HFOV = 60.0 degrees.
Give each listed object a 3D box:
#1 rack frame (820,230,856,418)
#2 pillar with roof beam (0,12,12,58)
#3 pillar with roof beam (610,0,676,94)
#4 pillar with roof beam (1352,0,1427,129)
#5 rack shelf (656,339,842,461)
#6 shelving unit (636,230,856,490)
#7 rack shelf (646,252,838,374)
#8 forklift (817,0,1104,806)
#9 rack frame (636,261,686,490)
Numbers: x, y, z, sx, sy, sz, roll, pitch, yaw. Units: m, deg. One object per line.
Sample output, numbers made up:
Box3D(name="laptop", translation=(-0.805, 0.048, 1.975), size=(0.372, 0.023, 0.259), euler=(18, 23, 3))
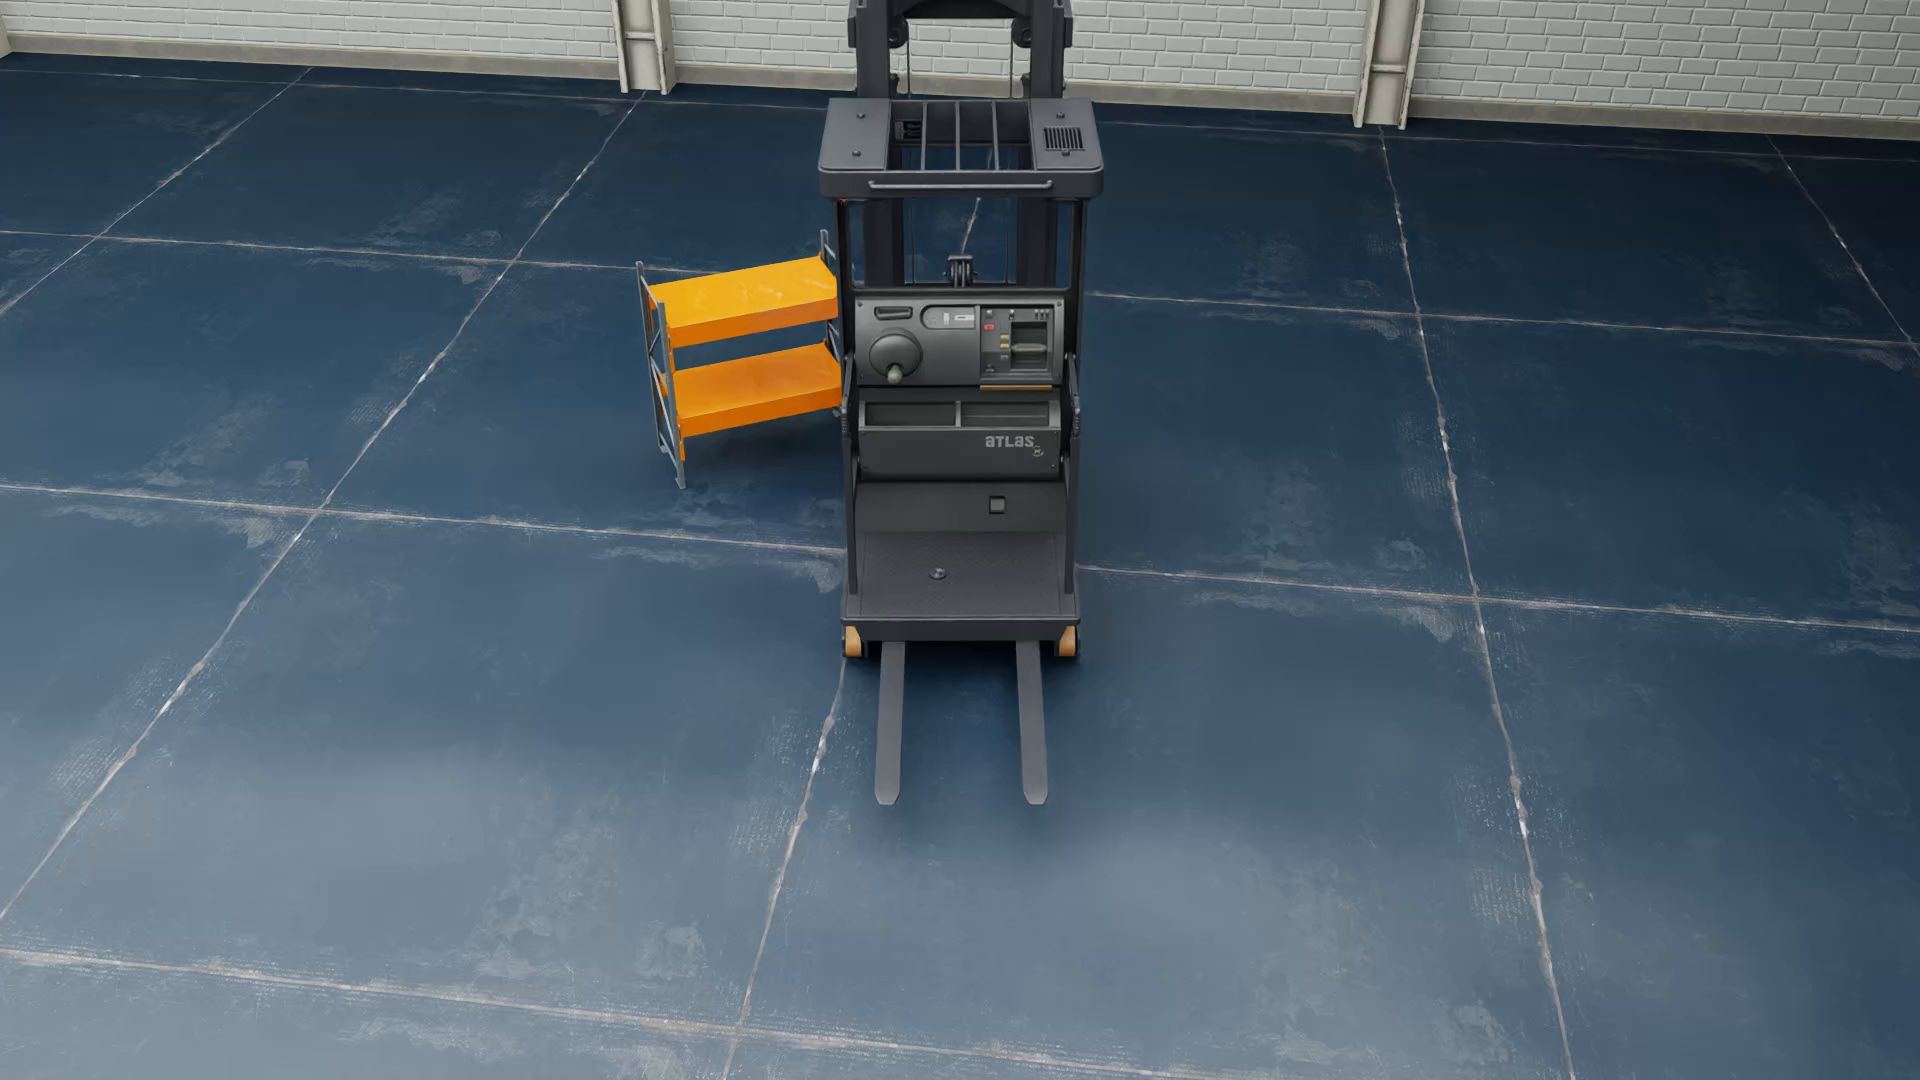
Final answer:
Box3D(name="rack frame", translation=(-0.651, -1.092, 9.169), size=(0.032, 1.125, 0.500), euler=(-13, 38, -18))
Box3D(name="pillar with roof beam", translation=(-9.101, -5.423, 8.459), size=(0.400, 9.000, 9.100), euler=(4, 36, 6))
Box3D(name="pillar with roof beam", translation=(-3.150, -4.979, 7.837), size=(0.400, 9.000, 9.100), euler=(4, 36, 6))
Box3D(name="pillar with roof beam", translation=(2.802, -4.535, 7.215), size=(0.400, 9.000, 9.100), euler=(4, 36, 6))
Box3D(name="rack shelf", translation=(-1.121, -0.781, 9.154), size=(1.000, 0.278, 0.538), euler=(-13, 38, -18))
Box3D(name="shelving unit", translation=(-1.121, -0.980, 9.012), size=(1.048, 1.125, 0.538), euler=(-13, 38, -18))
Box3D(name="rack shelf", translation=(-1.121, -1.218, 8.842), size=(1.000, 0.278, 0.538), euler=(-13, 38, -18))
Box3D(name="forklift", translation=(0.002, -0.821, 7.235), size=(1.130, 2.935, 3.031), euler=(0, 36, 0))
Box3D(name="rack frame", translation=(-1.592, -0.868, 8.855), size=(0.032, 1.125, 0.500), euler=(-13, 38, -18))
